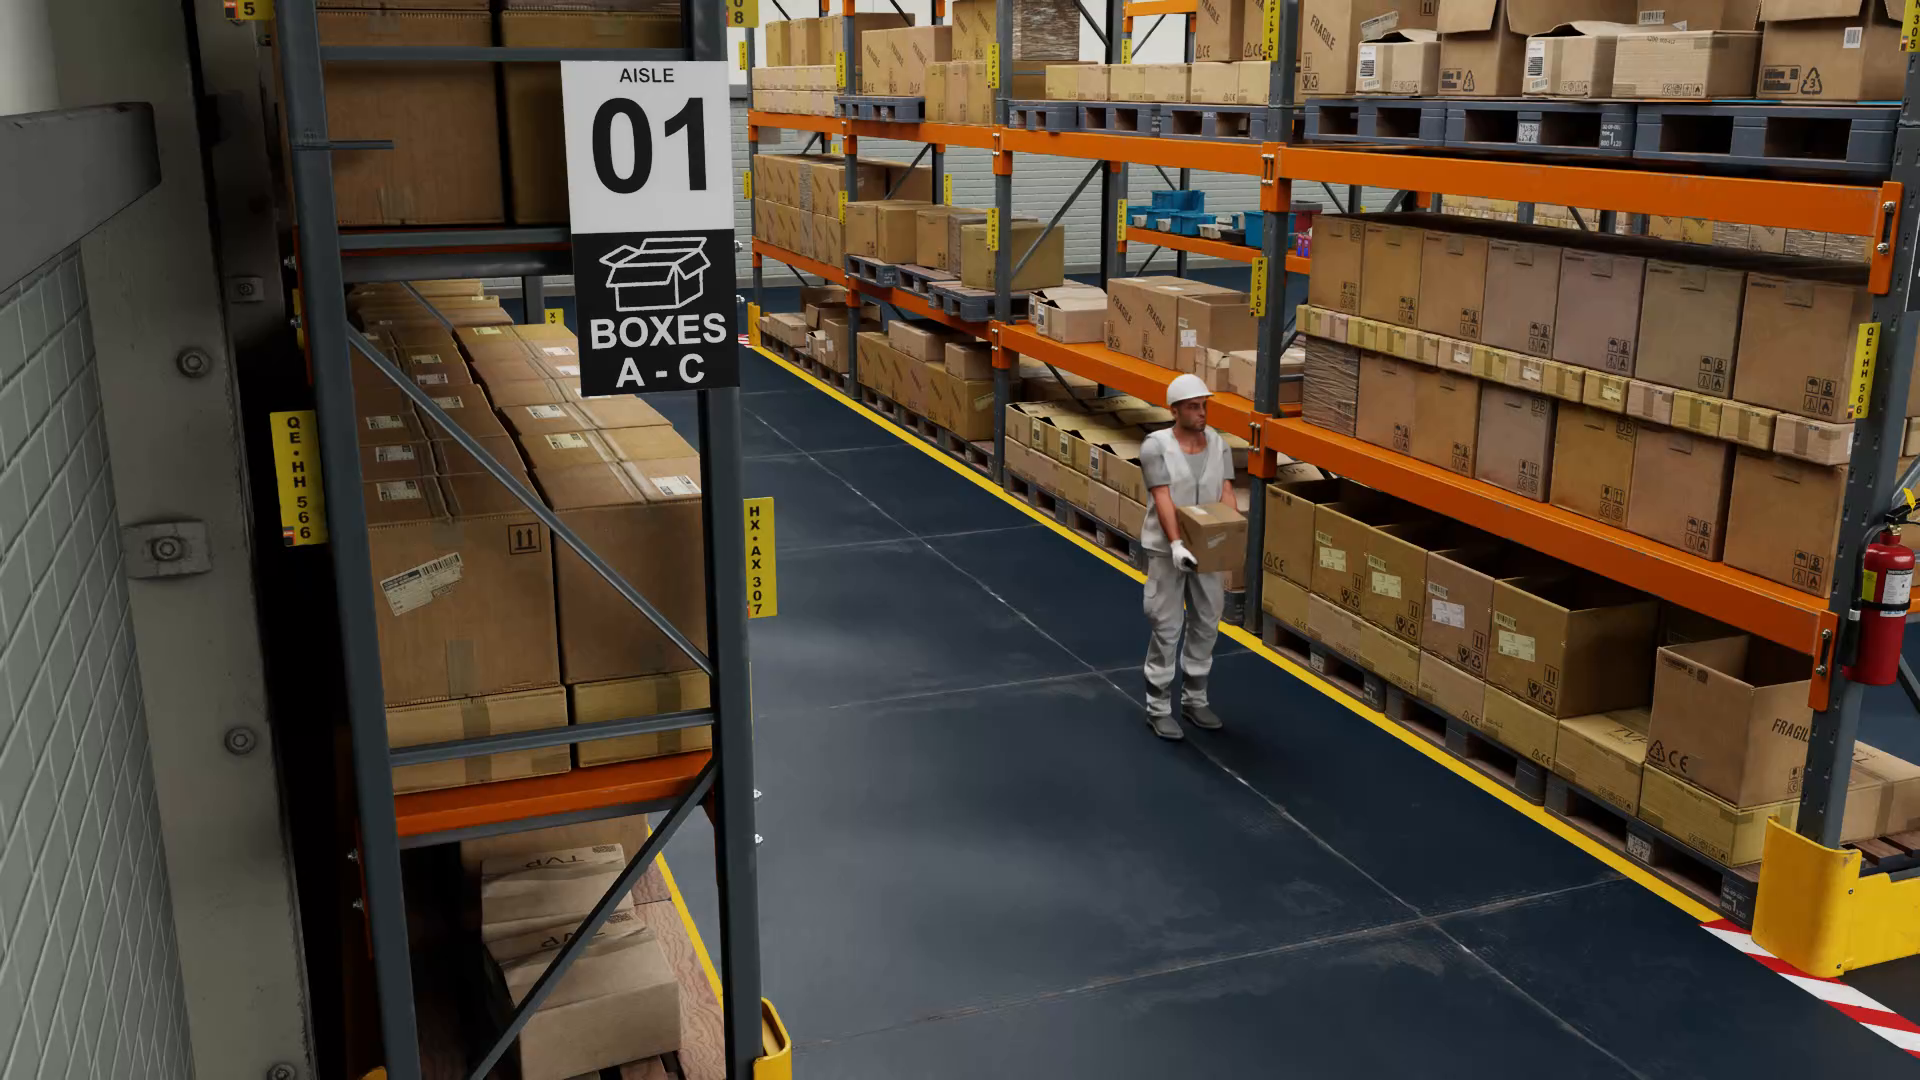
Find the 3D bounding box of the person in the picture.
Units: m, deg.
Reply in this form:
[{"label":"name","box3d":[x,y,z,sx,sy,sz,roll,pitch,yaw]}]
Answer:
[{"label":"person","box3d":[1.150,0.095,8.137,0.495,1.786,0.557,-6,16,-20]}]
